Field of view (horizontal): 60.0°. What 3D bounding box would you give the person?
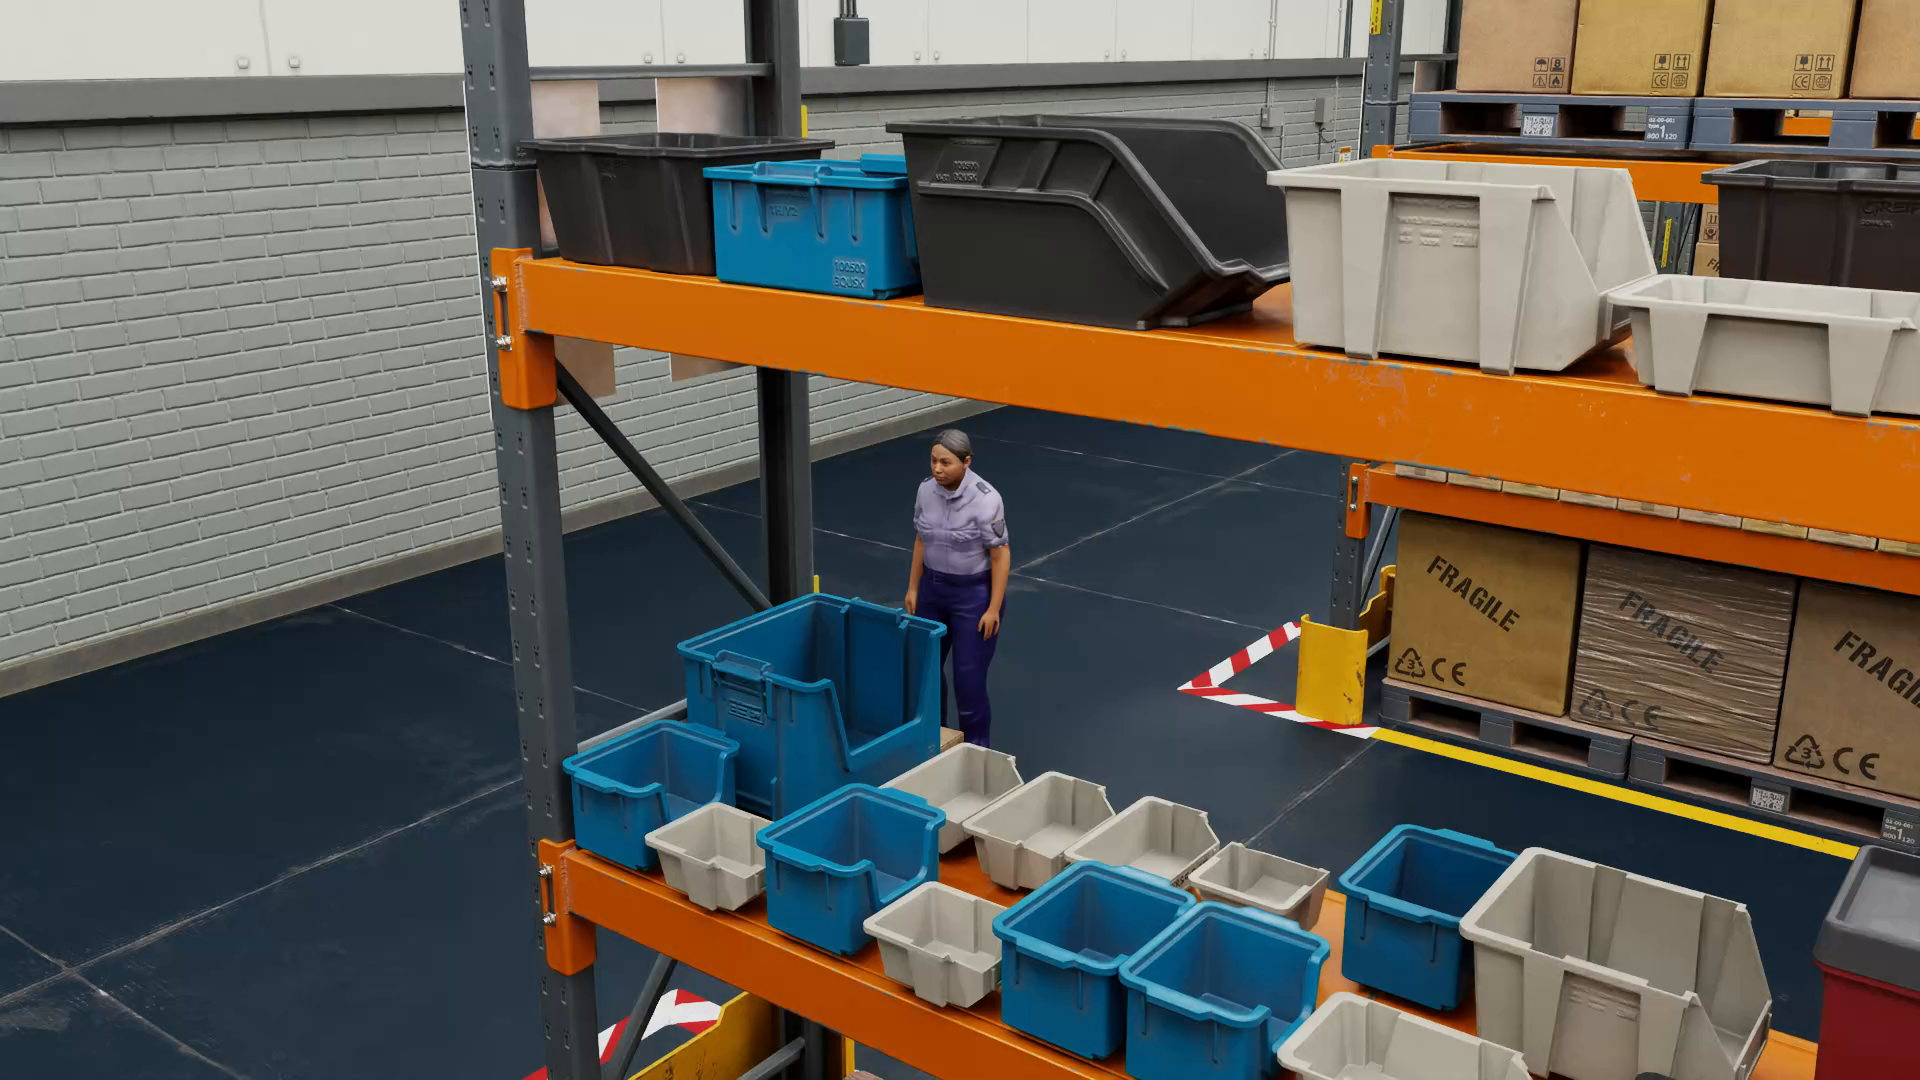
[{"bbox_3d":[-0.042,0.293,7.574,0.538,1.652,0.380,12,21,35],"label":"person"}]
